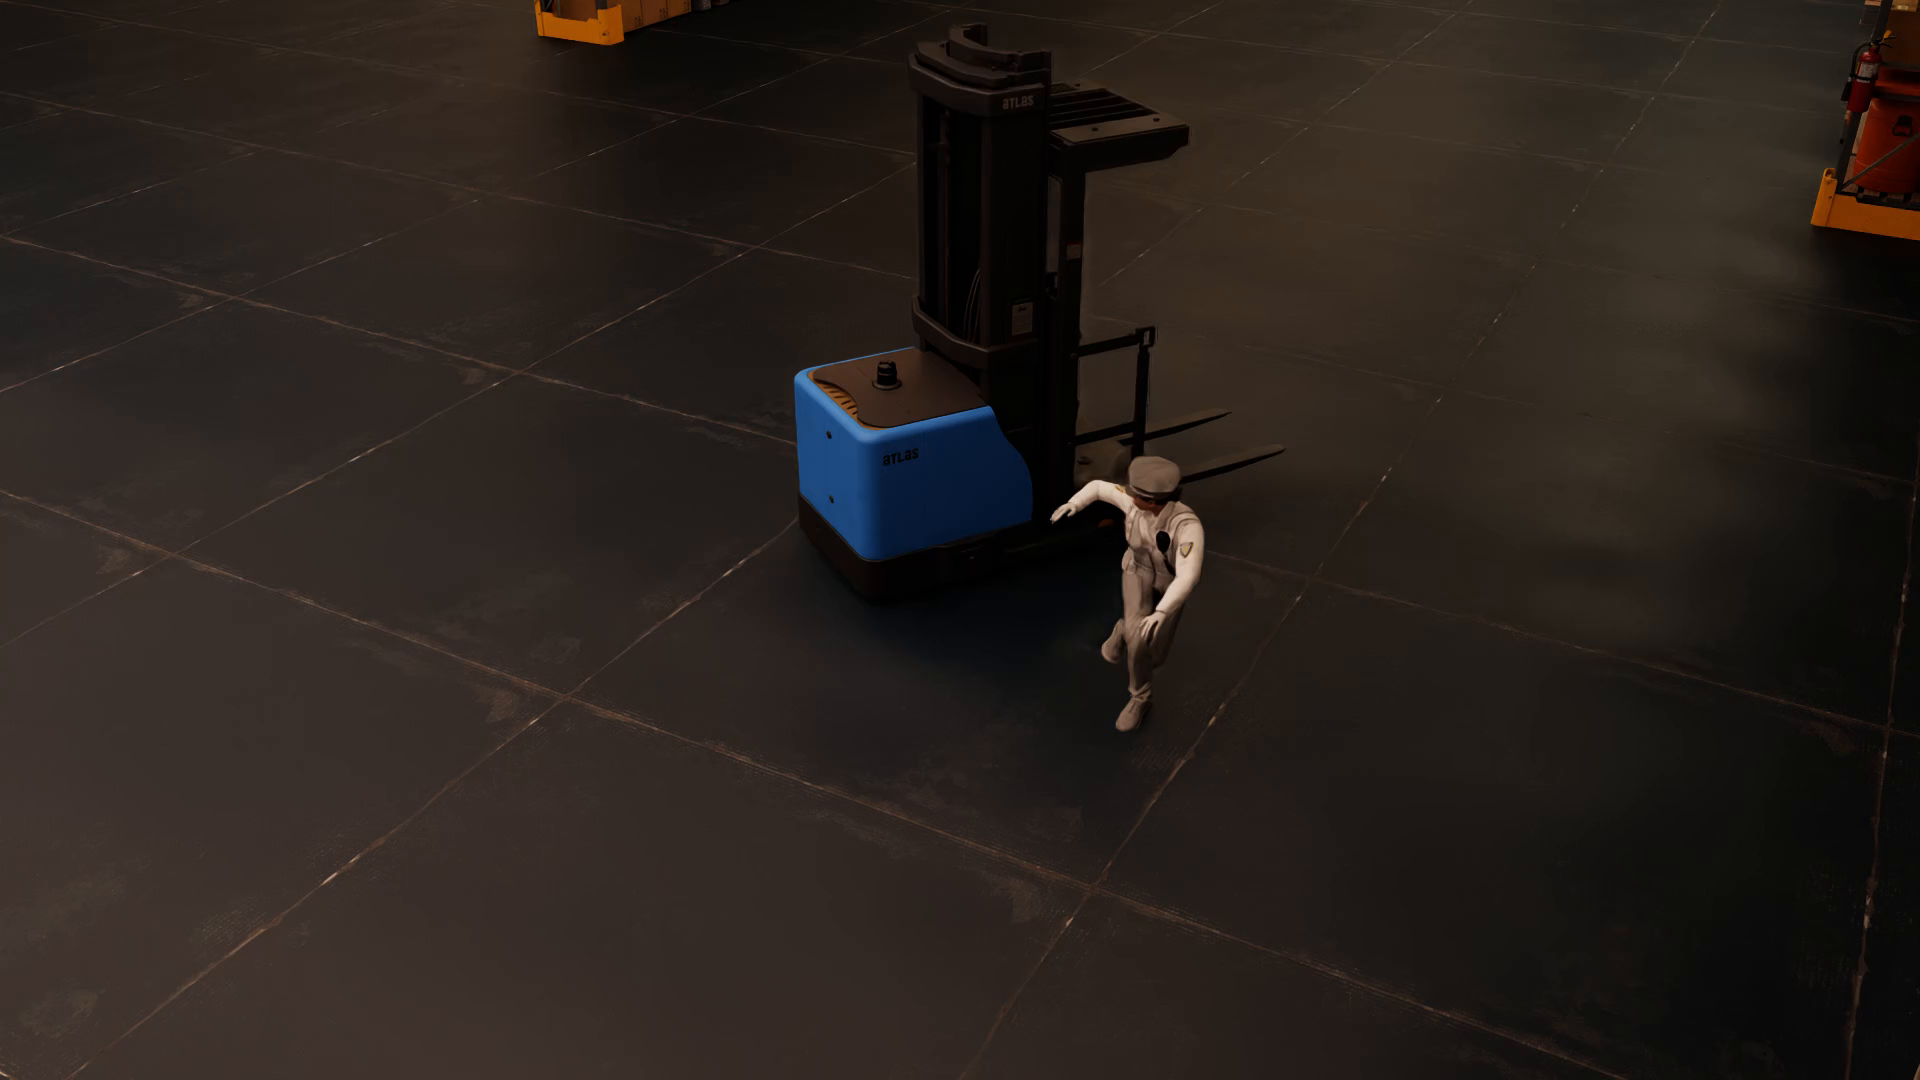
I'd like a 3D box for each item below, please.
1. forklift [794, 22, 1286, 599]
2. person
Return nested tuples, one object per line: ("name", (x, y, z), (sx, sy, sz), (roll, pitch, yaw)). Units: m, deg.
("forklift", (0.578, -1.448, 9.579), (3.031, 2.935, 1.130), (-15, 33, -24))
("person", (0.801, 0.268, 8.155), (0.760, 1.423, 1.047), (8, 31, 13))
